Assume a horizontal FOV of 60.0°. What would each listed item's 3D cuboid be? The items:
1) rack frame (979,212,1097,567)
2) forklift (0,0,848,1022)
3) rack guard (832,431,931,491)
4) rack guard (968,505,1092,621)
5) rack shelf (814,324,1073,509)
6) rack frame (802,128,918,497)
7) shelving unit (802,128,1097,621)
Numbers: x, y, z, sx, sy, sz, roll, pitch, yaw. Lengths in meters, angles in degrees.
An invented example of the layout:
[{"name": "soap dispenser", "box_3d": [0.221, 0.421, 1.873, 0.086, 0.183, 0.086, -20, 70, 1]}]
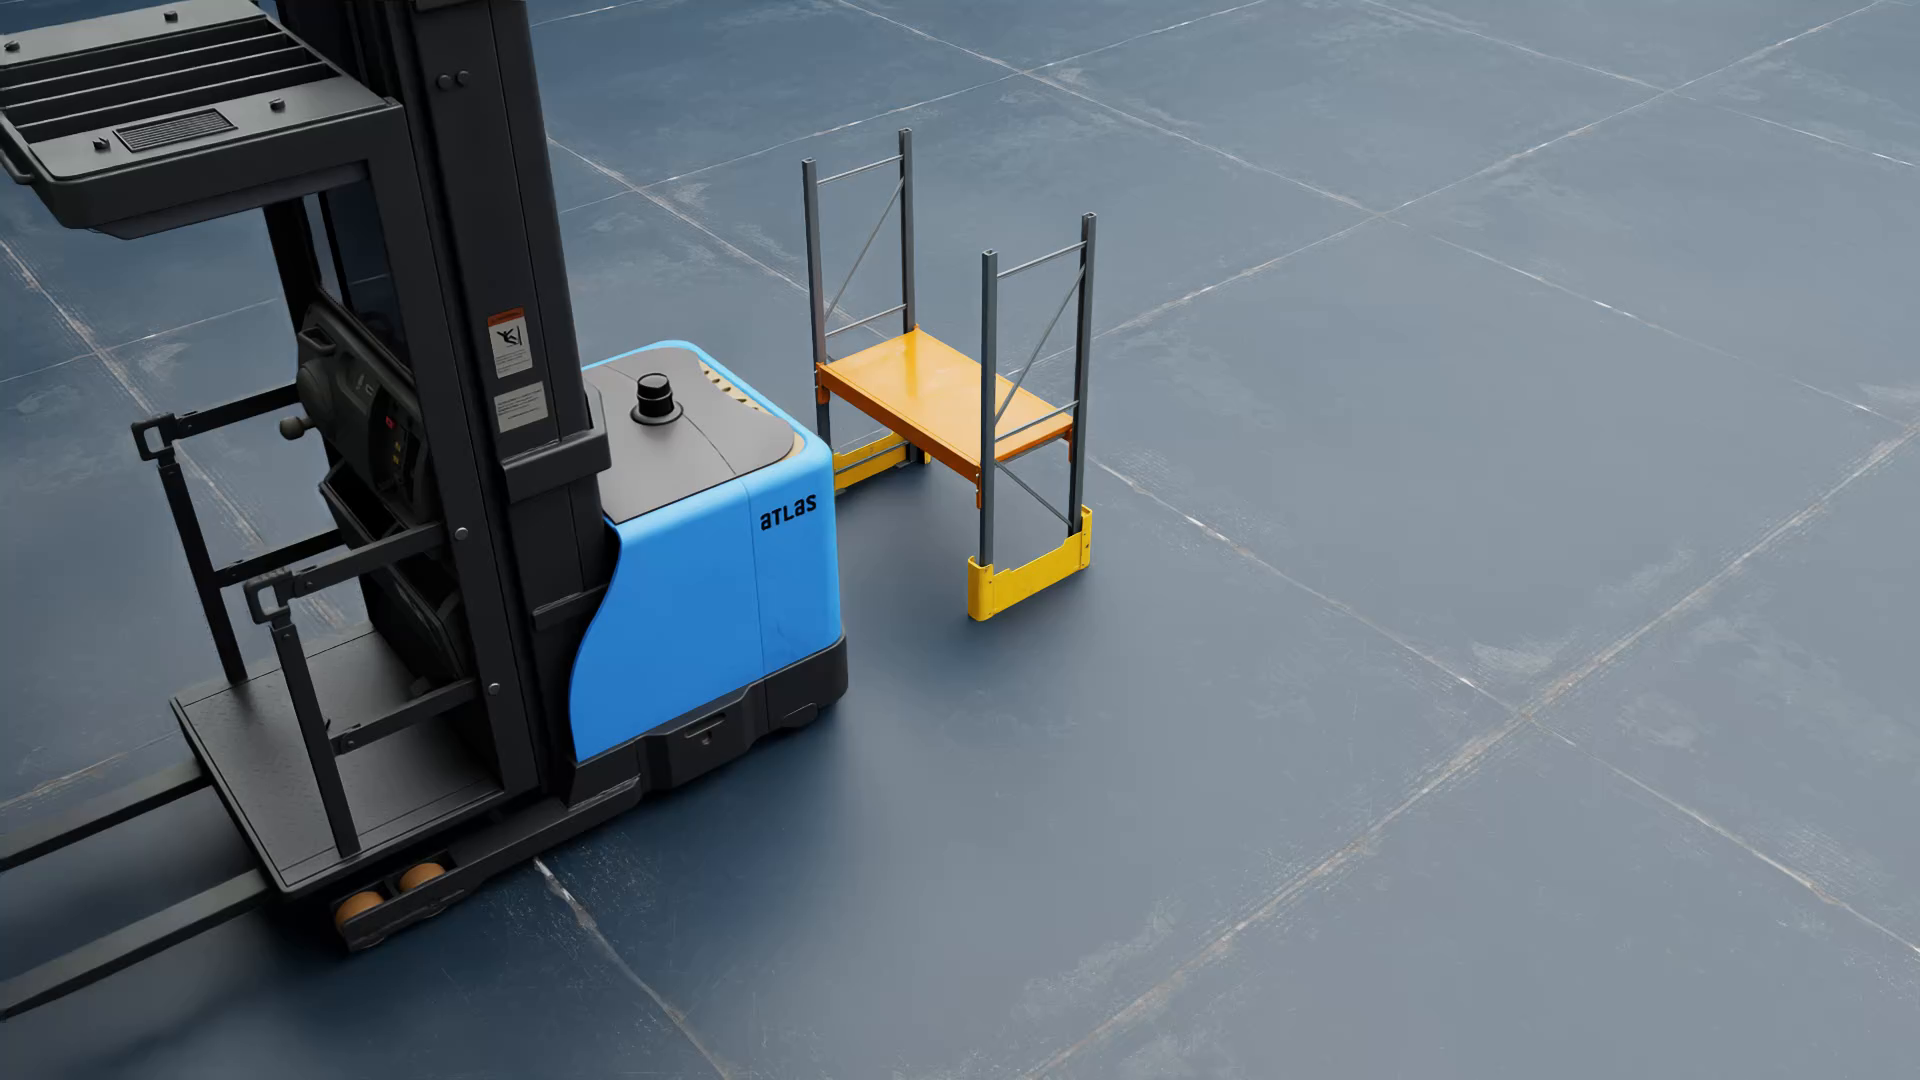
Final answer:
[{"name": "rack frame", "box_3d": [0.273, -0.425, 6.053, 0.500, 1.500, 0.032, -26, 43, -32]}, {"name": "forklift", "box_3d": [-1.872, -0.315, 4.659, 3.031, 2.935, 1.130, -24, 42, -30]}, {"name": "rack guard", "box_3d": [-0.371, -0.356, 7.036, 0.587, 0.250, 0.087, -26, 43, -32]}, {"name": "rack guard", "box_3d": [0.272, 0.084, 6.415, 0.587, 0.250, 0.087, -26, 43, -32]}, {"name": "rack shelf", "box_3d": [-0.055, -0.503, 6.474, 0.538, 0.185, 1.000, -26, 43, -32]}, {"name": "rack frame", "box_3d": [-0.383, -0.874, 6.687, 0.500, 1.500, 0.032, -26, 43, -32]}, {"name": "shelving unit", "box_3d": [-0.049, -0.646, 6.364, 0.587, 1.500, 1.083, -26, 43, -32]}]
